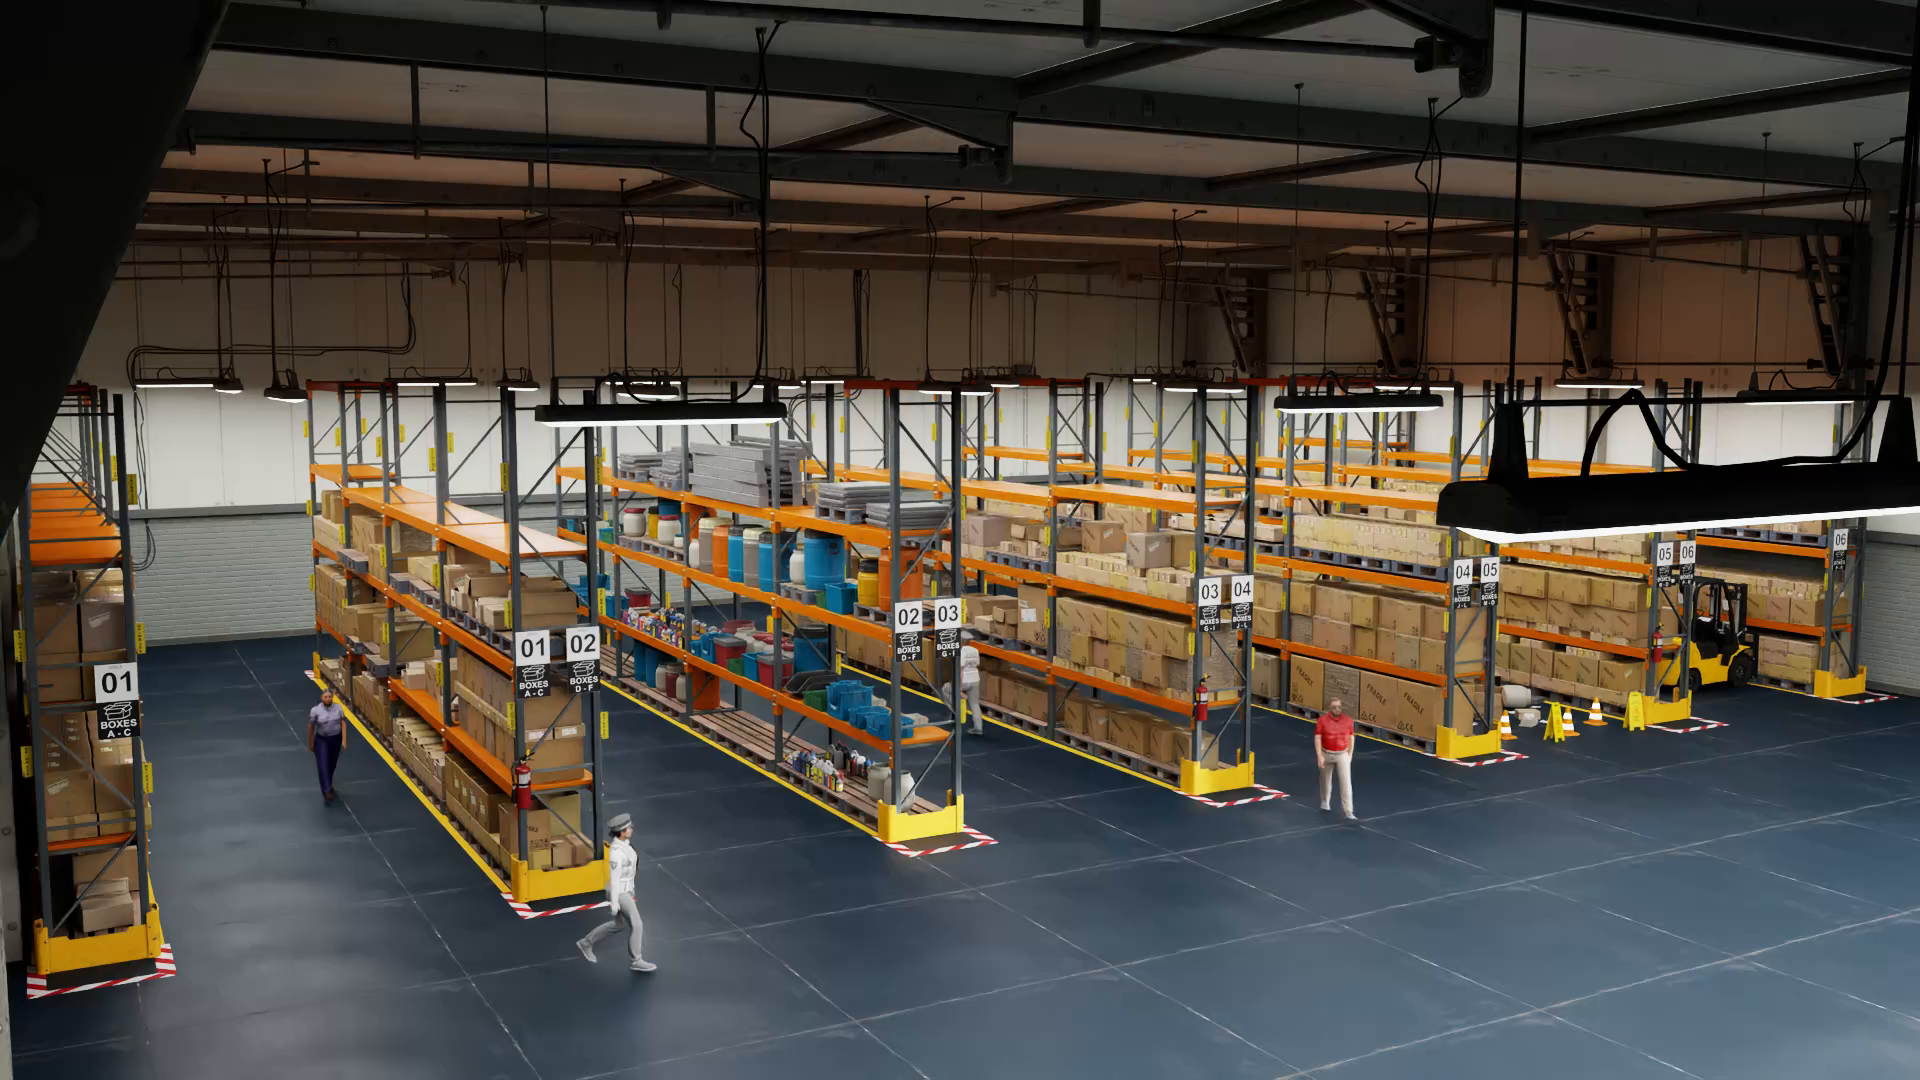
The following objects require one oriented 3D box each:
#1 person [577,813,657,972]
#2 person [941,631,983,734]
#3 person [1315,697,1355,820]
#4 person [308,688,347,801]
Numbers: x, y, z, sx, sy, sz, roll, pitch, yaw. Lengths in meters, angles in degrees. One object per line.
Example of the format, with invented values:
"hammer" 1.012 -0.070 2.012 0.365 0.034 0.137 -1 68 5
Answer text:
"person" -3.590 3.654 17.323 0.867 1.633 0.510 0 6 2
"person" 0.095 2.421 28.409 0.576 1.741 0.758 -6 8 -42
"person" 5.218 3.022 23.139 0.569 1.667 1.086 1 6 12
"person" -9.172 2.945 24.201 0.508 1.590 1.005 -6 8 -43
